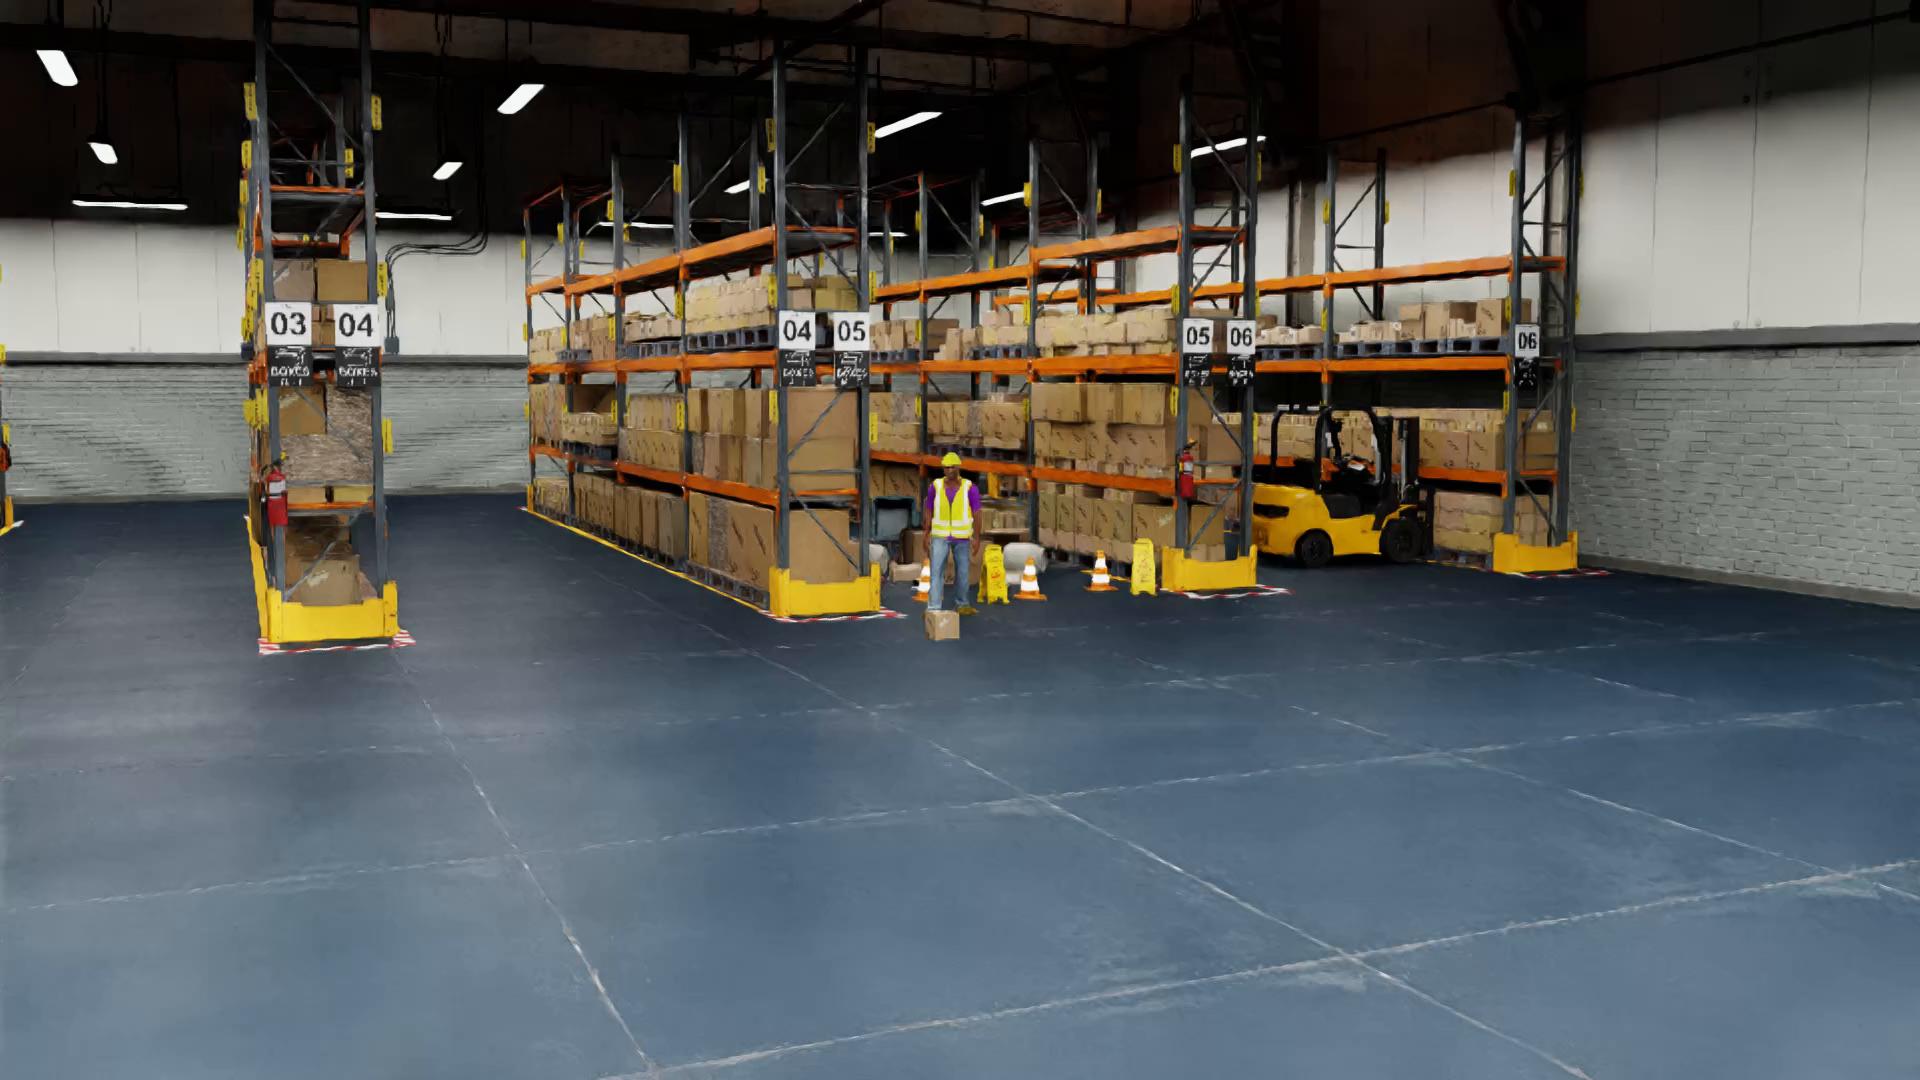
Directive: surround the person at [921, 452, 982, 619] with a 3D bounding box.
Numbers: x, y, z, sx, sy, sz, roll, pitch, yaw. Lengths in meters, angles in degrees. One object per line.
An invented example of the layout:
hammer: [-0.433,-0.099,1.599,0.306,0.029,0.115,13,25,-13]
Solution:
person: [-0.078,-0.038,17.098,0.599,1.729,0.899,0,5,2]
